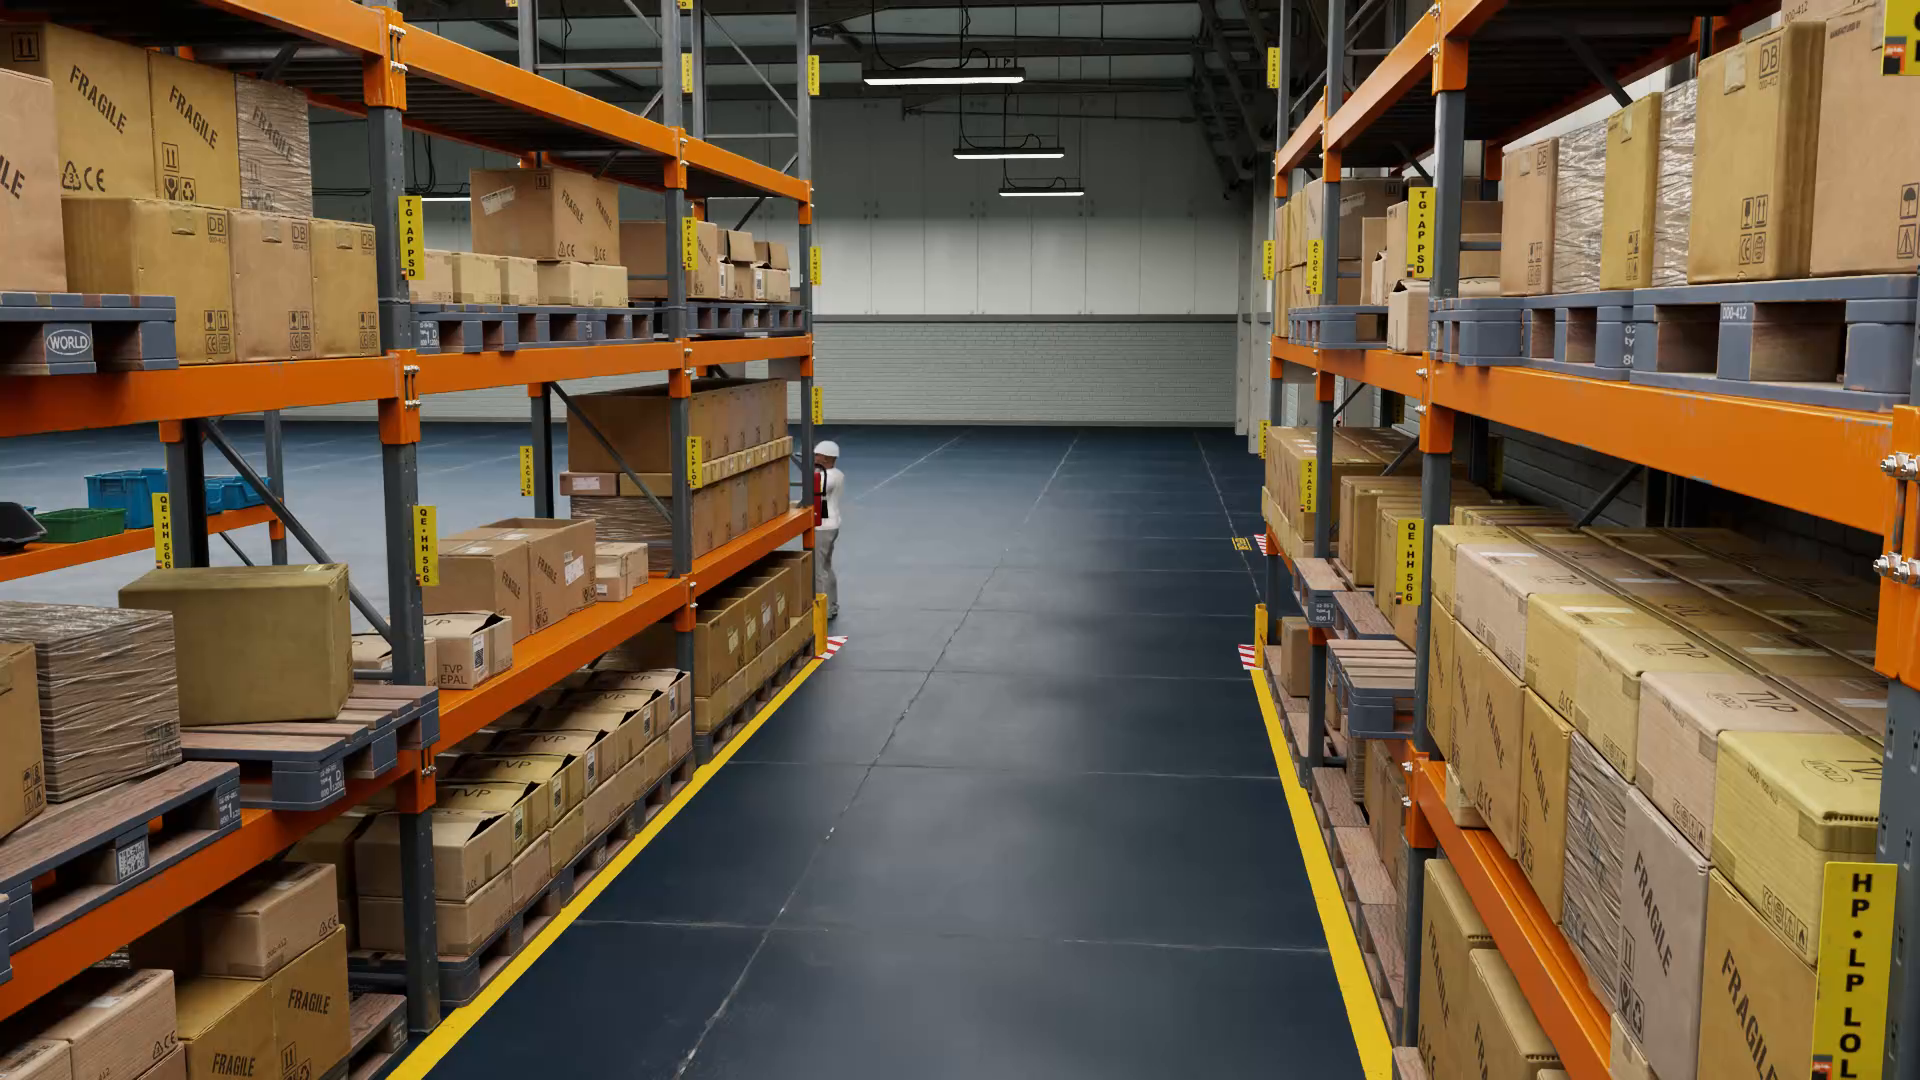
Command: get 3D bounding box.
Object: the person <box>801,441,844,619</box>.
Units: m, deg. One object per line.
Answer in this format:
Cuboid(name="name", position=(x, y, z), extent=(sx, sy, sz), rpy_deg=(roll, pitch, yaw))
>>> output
Cuboid(name="person", position=(-1.457, -0.107, 16.530), extent=(0.583, 1.760, 0.504), rpy_deg=(1, 8, 7))
